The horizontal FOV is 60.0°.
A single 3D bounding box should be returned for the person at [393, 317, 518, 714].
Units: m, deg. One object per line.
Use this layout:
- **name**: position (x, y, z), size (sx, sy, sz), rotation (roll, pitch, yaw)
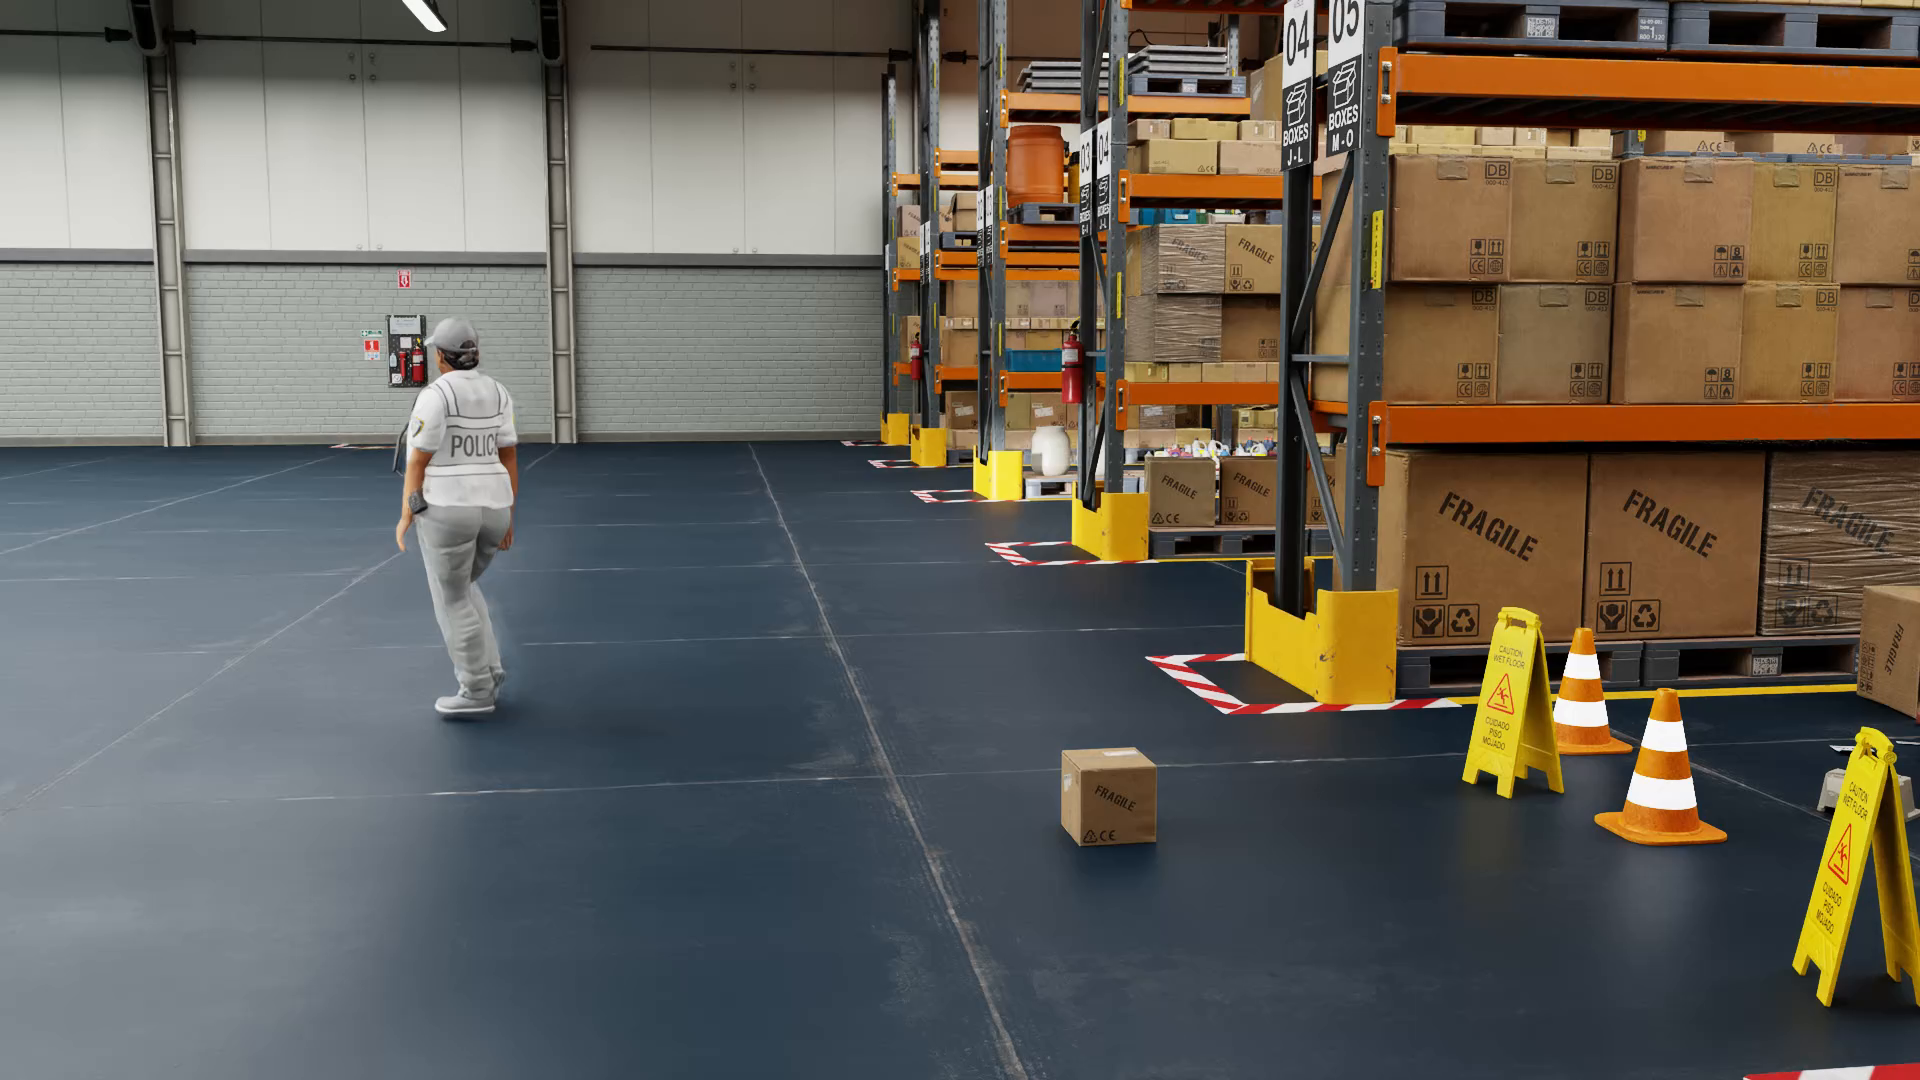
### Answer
- **person**: position (-2.132, -0.076, 7.001), size (0.462, 1.707, 0.476), rotation (4, 8, 29)
